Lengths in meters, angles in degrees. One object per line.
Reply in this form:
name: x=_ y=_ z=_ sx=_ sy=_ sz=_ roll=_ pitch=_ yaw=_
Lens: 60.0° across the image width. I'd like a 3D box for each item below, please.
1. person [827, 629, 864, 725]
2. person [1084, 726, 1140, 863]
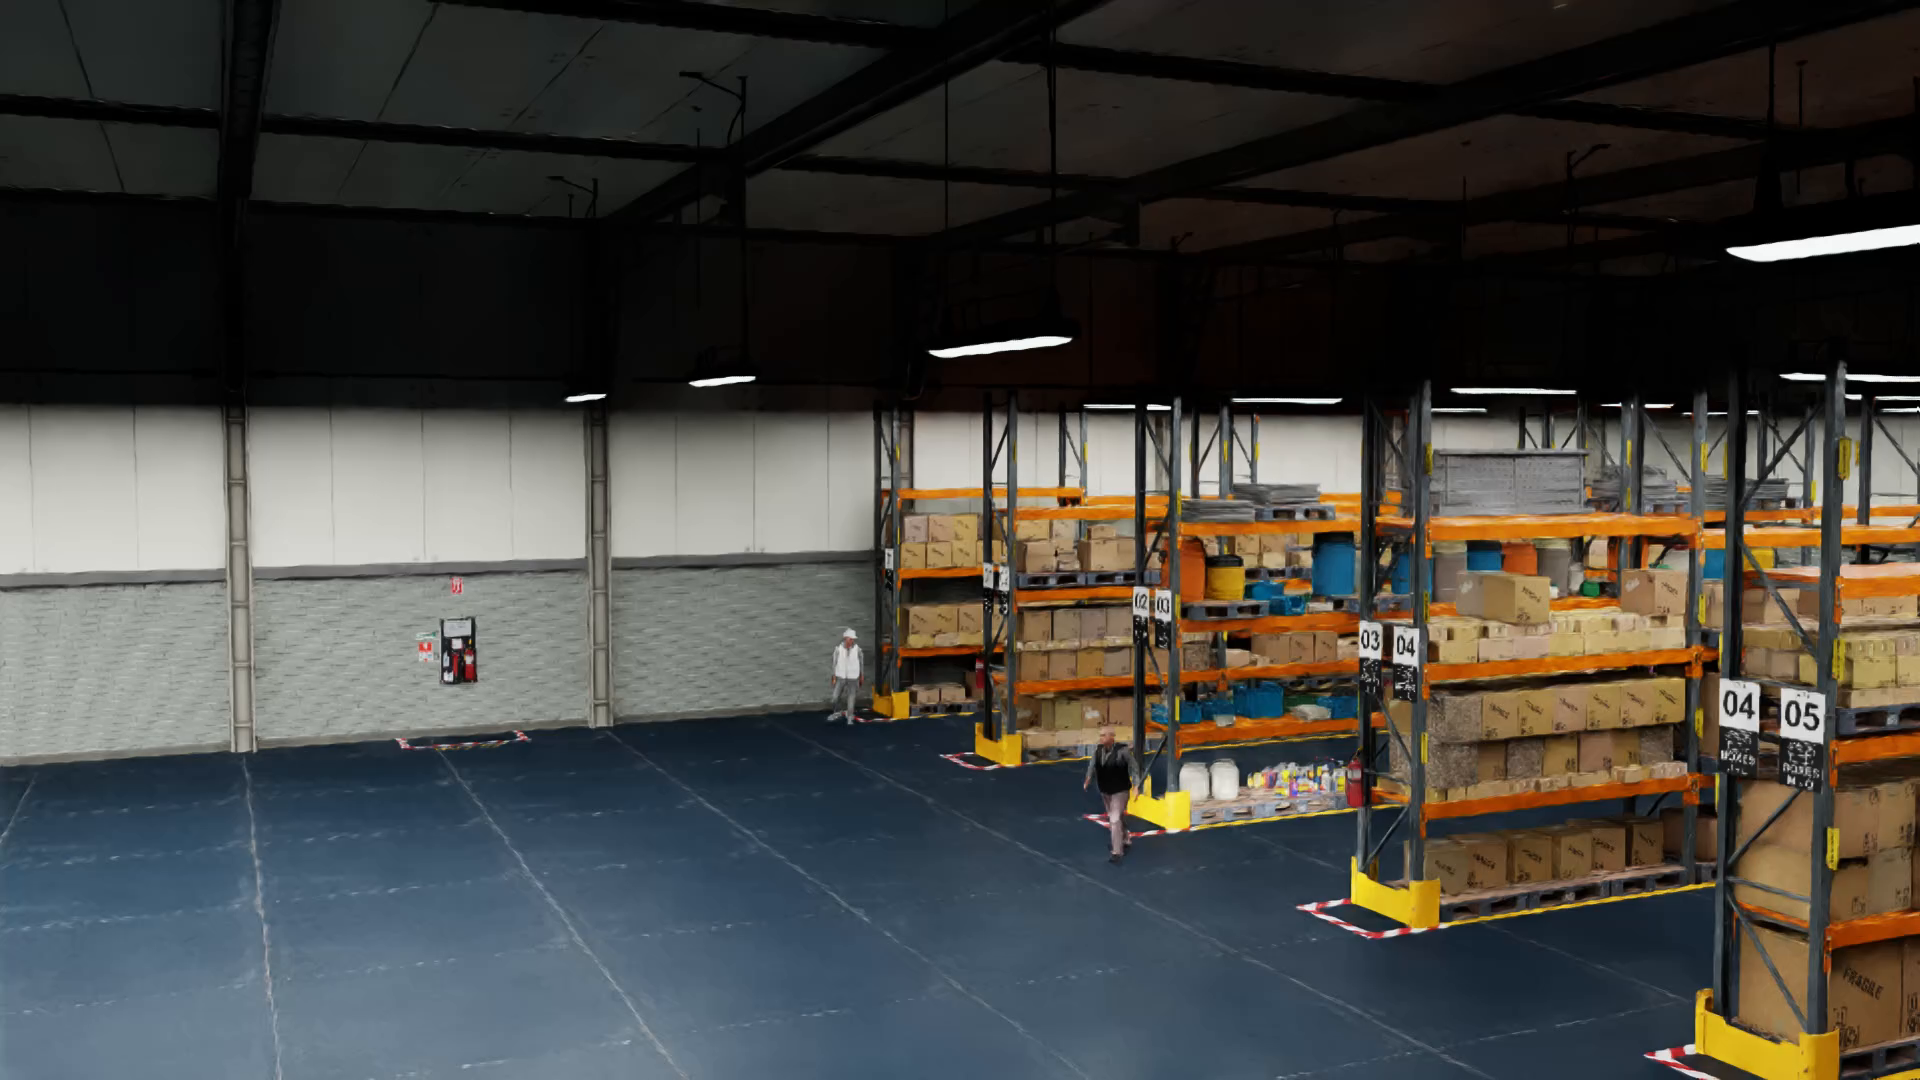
person: x=-2.113 y=2.498 z=30.478 sx=0.698 sy=1.763 sz=0.459 roll=0 pitch=3 yaw=1
person: x=1.938 y=3.123 z=20.720 sx=0.837 sy=1.662 sz=0.683 roll=-3 pitch=4 yaw=-41
